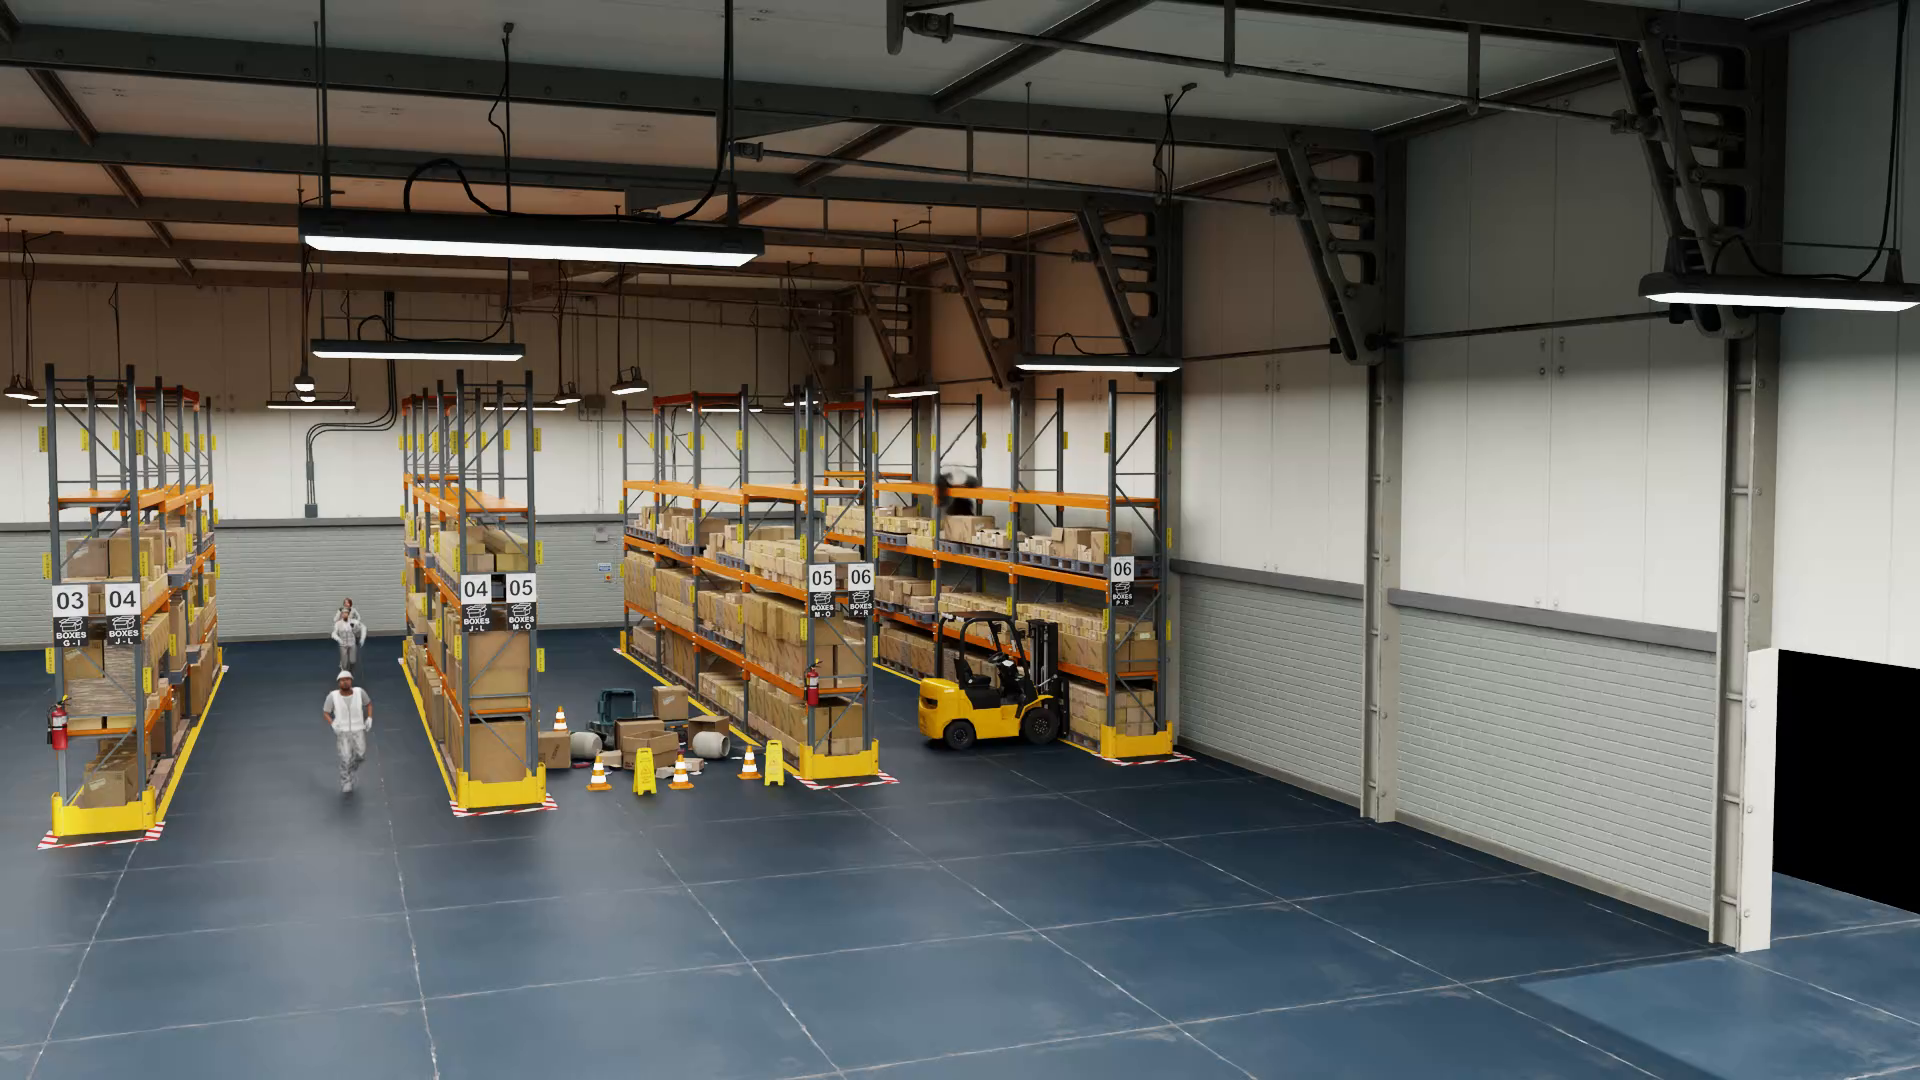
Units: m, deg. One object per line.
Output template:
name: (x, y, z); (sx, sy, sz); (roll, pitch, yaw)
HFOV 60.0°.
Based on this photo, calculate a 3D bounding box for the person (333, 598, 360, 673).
person: (-13.436, 2.074, 36.440); (0.543, 1.627, 0.760); (-1, 3, -12)

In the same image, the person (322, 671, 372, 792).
person: (-8.749, 2.741, 23.820); (0.690, 1.739, 0.525); (-2, 4, -28)

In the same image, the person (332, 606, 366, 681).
person: (-12.534, 2.173, 34.093); (0.646, 1.647, 0.699); (-1, 3, -14)
